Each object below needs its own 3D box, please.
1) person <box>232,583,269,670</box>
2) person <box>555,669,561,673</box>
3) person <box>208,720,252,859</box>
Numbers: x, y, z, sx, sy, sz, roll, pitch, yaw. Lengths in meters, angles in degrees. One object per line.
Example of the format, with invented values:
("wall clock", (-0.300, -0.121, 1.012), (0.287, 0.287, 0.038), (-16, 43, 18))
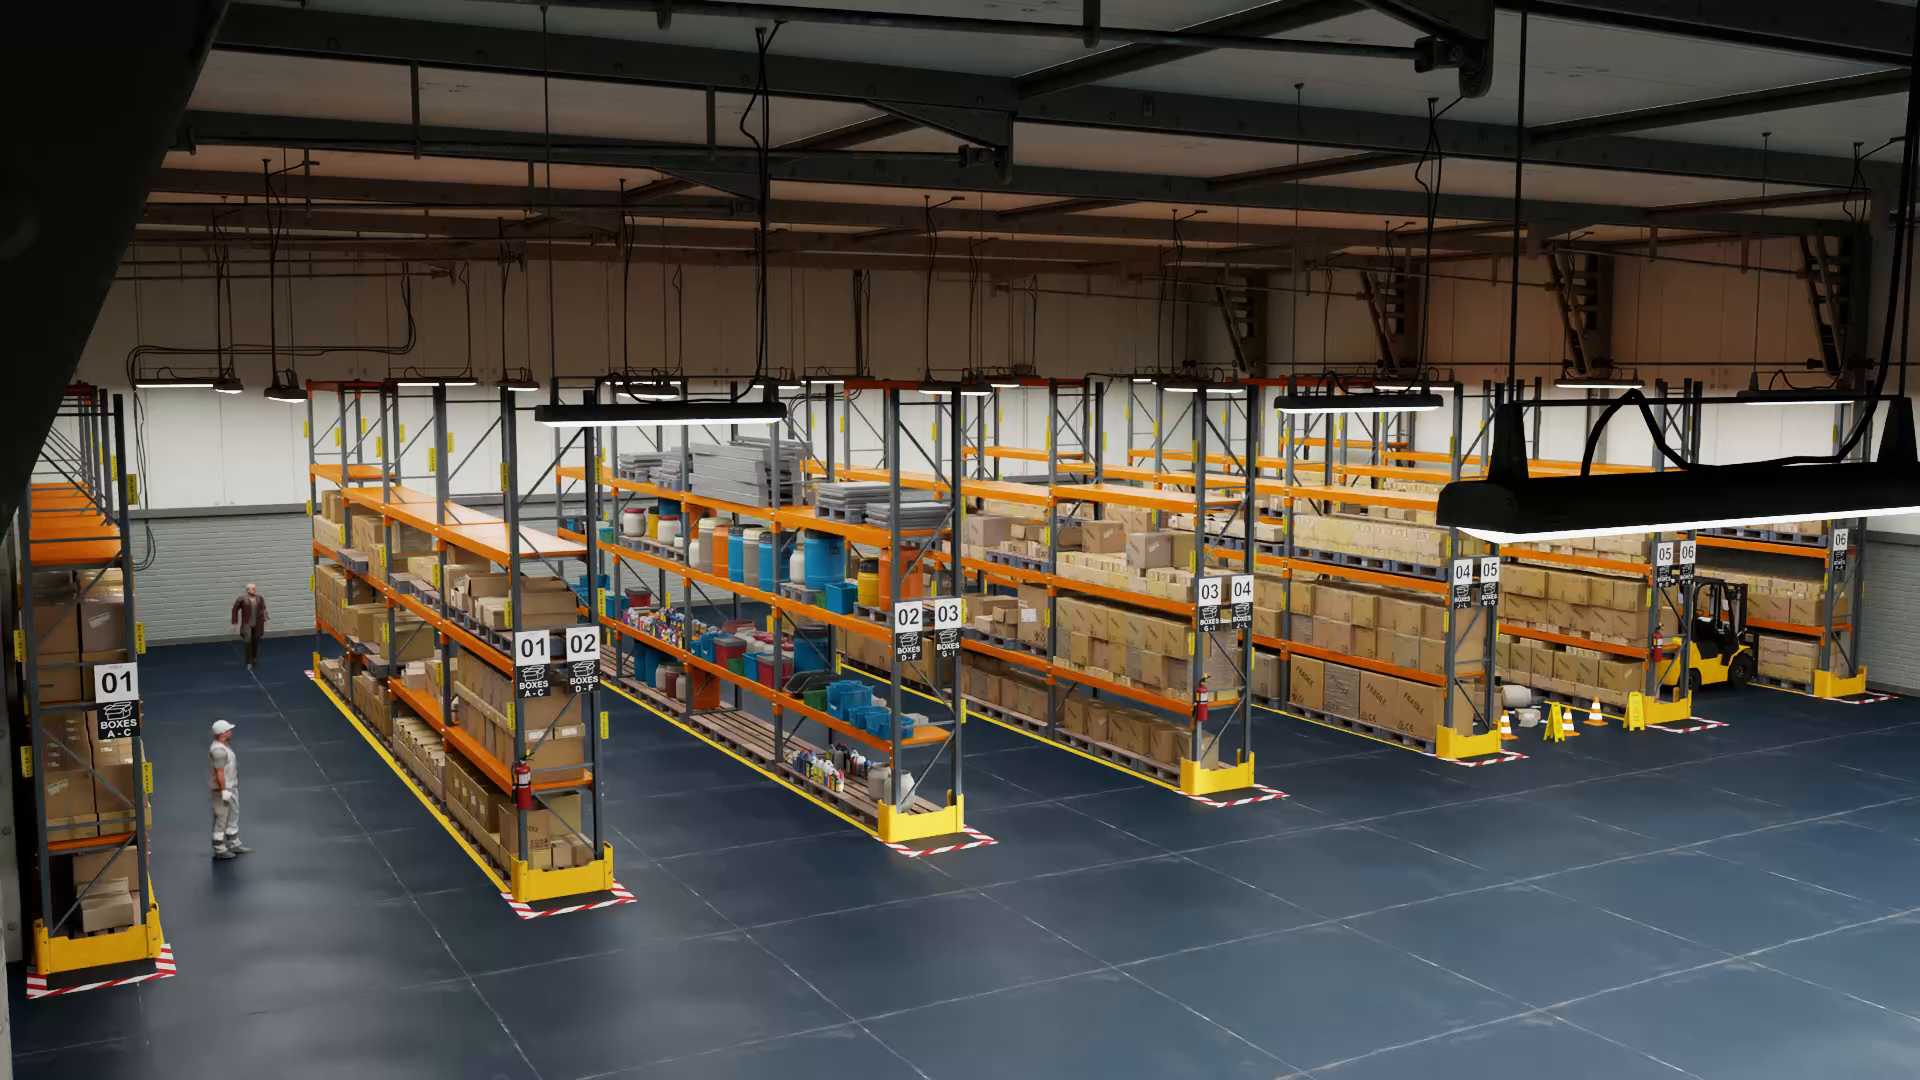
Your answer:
("person", (-14.825, 1.822, 34.742), (0.712, 1.840, 0.900), (-3, 7, -27))
("person", (-6.792, 2.472, 27.996), (0.604, 1.789, 0.588), (1, 6, 13))
("person", (-9.396, 3.186, 21.302), (0.420, 1.796, 0.610), (0, 6, -2))
